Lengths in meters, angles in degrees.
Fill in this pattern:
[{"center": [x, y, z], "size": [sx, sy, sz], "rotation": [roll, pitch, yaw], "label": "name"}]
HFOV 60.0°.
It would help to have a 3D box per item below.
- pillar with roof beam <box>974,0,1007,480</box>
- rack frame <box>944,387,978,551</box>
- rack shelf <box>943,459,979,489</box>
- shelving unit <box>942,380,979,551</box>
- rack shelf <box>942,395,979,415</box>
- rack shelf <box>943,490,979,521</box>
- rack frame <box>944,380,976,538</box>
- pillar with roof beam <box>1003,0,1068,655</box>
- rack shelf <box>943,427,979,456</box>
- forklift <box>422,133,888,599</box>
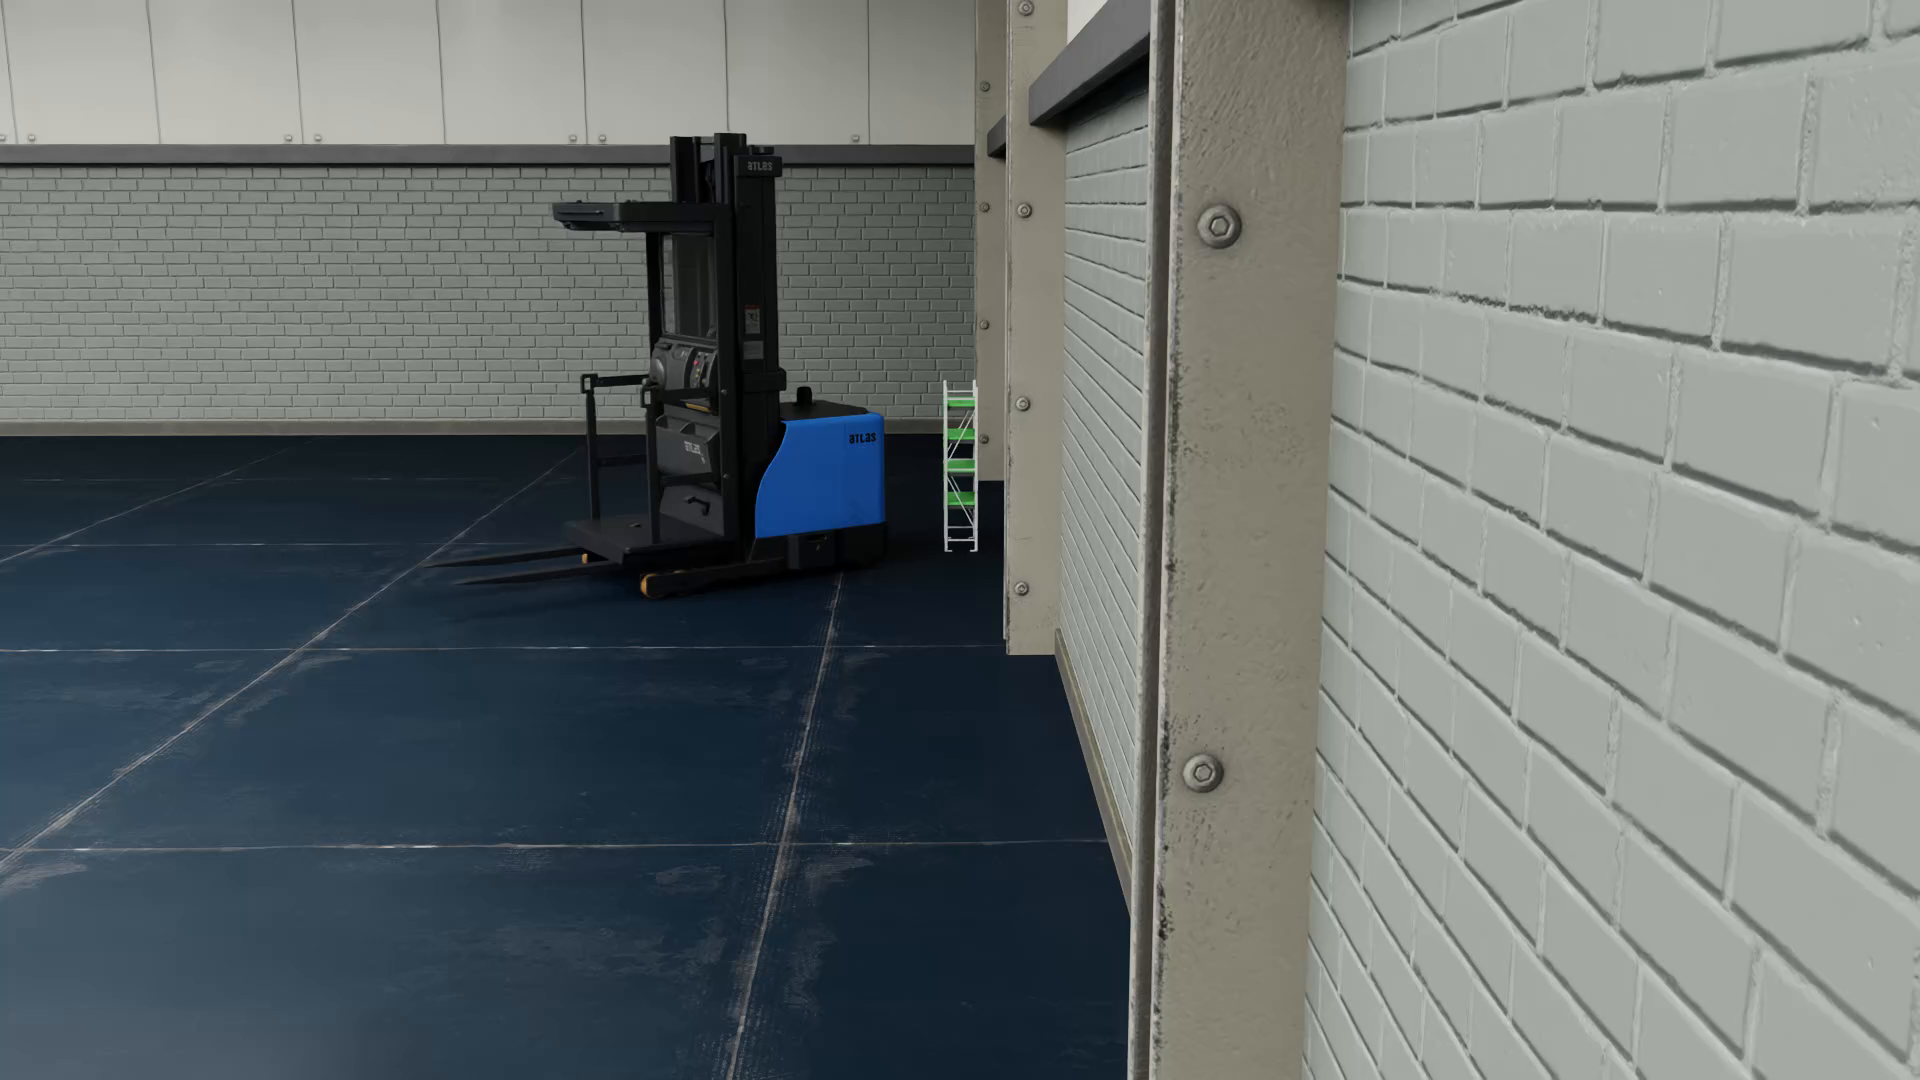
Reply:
[{"center": [-4.015, -4.979, 14.466], "size": [9.100, 9.000, 0.400], "rotation": [0, 11, -1], "label": "pillar with roof beam"}, {"center": [0.008, -0.507, 12.039], "size": [0.240, 1.200, 0.015], "rotation": [0, 11, -1], "label": "rack frame"}, {"center": [0.003, -0.492, 12.290], "size": [0.258, 0.148, 0.480], "rotation": [0, 11, -1], "label": "rack shelf"}, {"center": [0.003, -0.555, 12.278], "size": [0.258, 1.200, 0.503], "rotation": [0, 11, -1], "label": "shelving unit"}, {"center": [0.003, -0.963, 12.195], "size": [0.258, 0.148, 0.480], "rotation": [0, 11, -1], "label": "rack shelf"}, {"center": [0.003, -0.257, 12.338], "size": [0.258, 0.148, 0.480], "rotation": [0, 11, -1], "label": "rack shelf"}, {"center": [-0.002, -0.604, 12.517], "size": [0.240, 1.200, 0.015], "rotation": [0, 11, -1], "label": "rack frame"}, {"center": [-3.891, -3.786, 8.587], "size": [9.100, 9.000, 0.400], "rotation": [0, 11, -1], "label": "pillar with roof beam"}, {"center": [0.003, -0.728, 12.243], "size": [0.258, 0.148, 0.480], "rotation": [0, 11, -1], "label": "rack shelf"}, {"center": [-2.013, -1.175, 10.977], "size": [3.031, 2.935, 1.130], "rotation": [-8, 14, -34], "label": "forklift"}]
